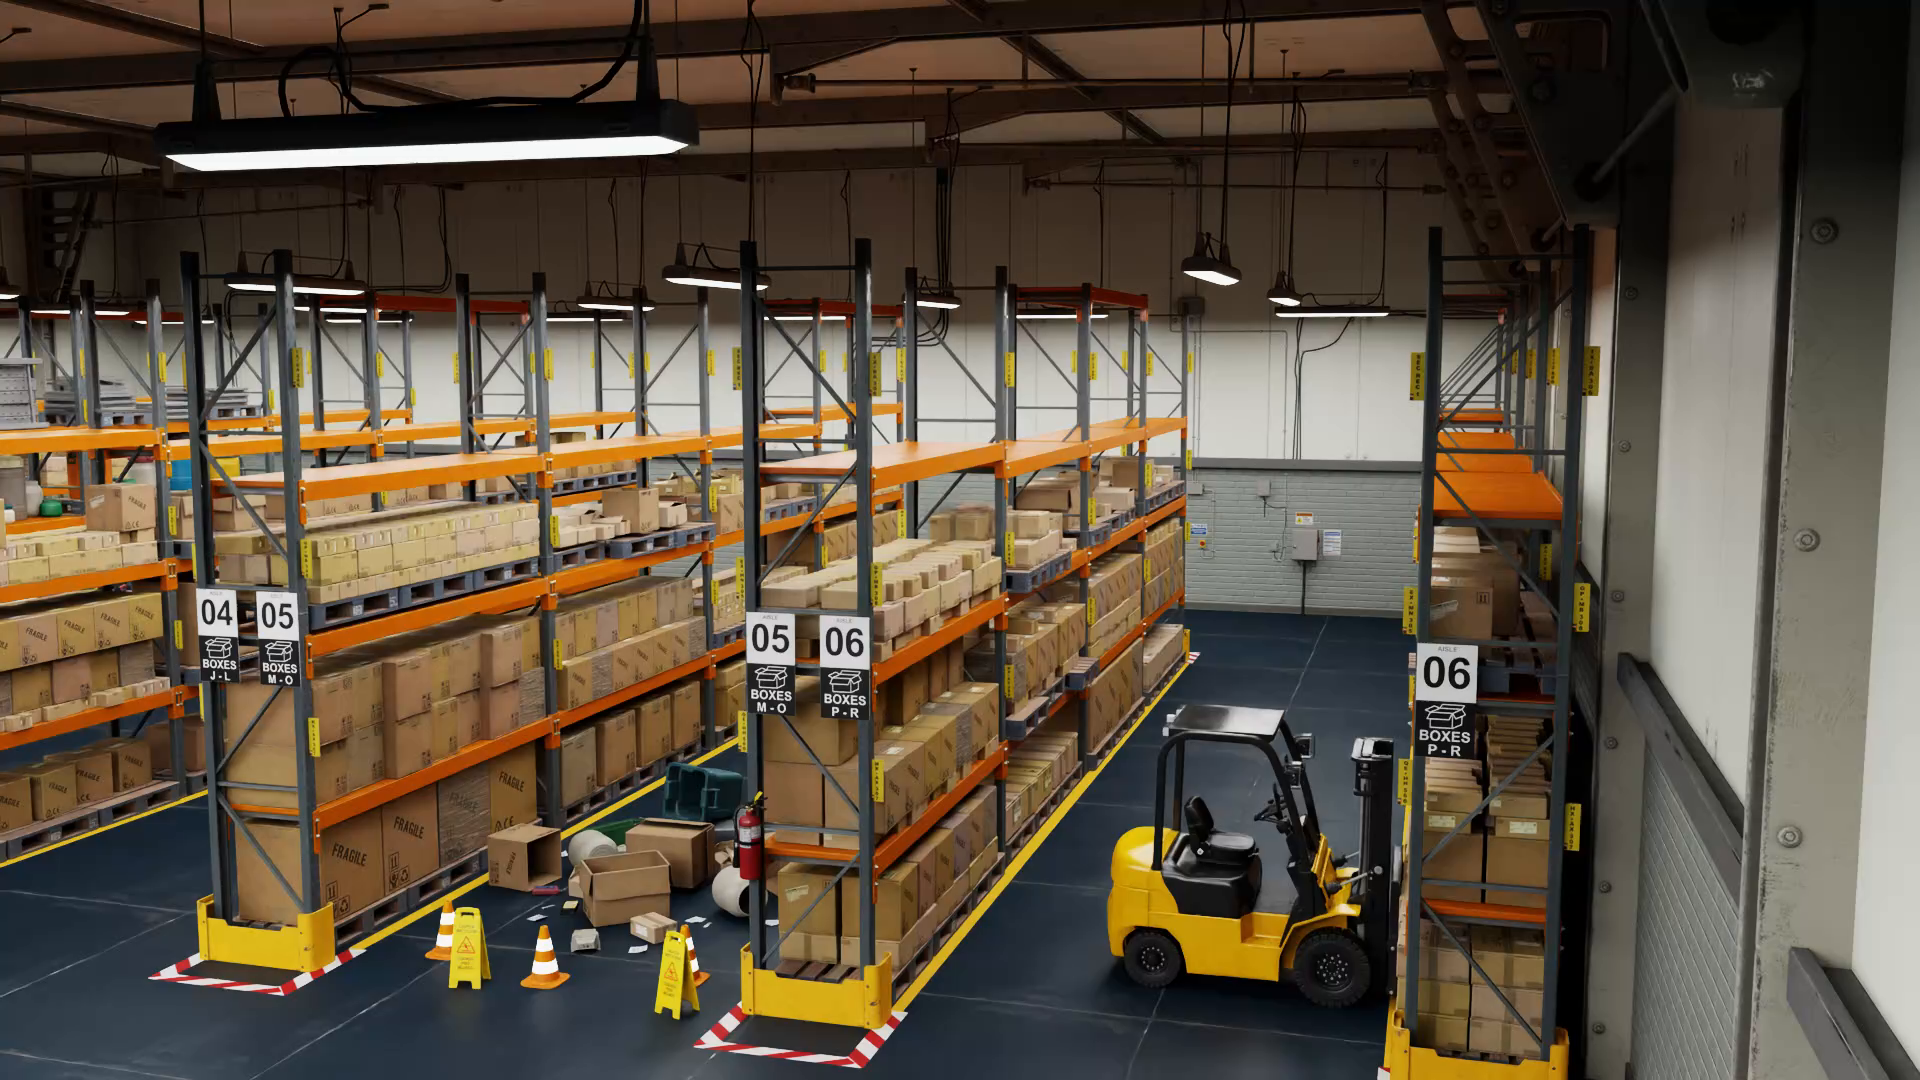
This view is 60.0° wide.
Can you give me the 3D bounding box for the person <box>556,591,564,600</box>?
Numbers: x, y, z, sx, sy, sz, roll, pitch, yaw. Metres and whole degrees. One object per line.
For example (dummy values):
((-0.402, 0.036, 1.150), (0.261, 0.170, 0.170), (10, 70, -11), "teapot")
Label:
((-6.110, 1.543, 25.390), (0.491, 1.539, 0.968), (1, 7, 13), "person")
